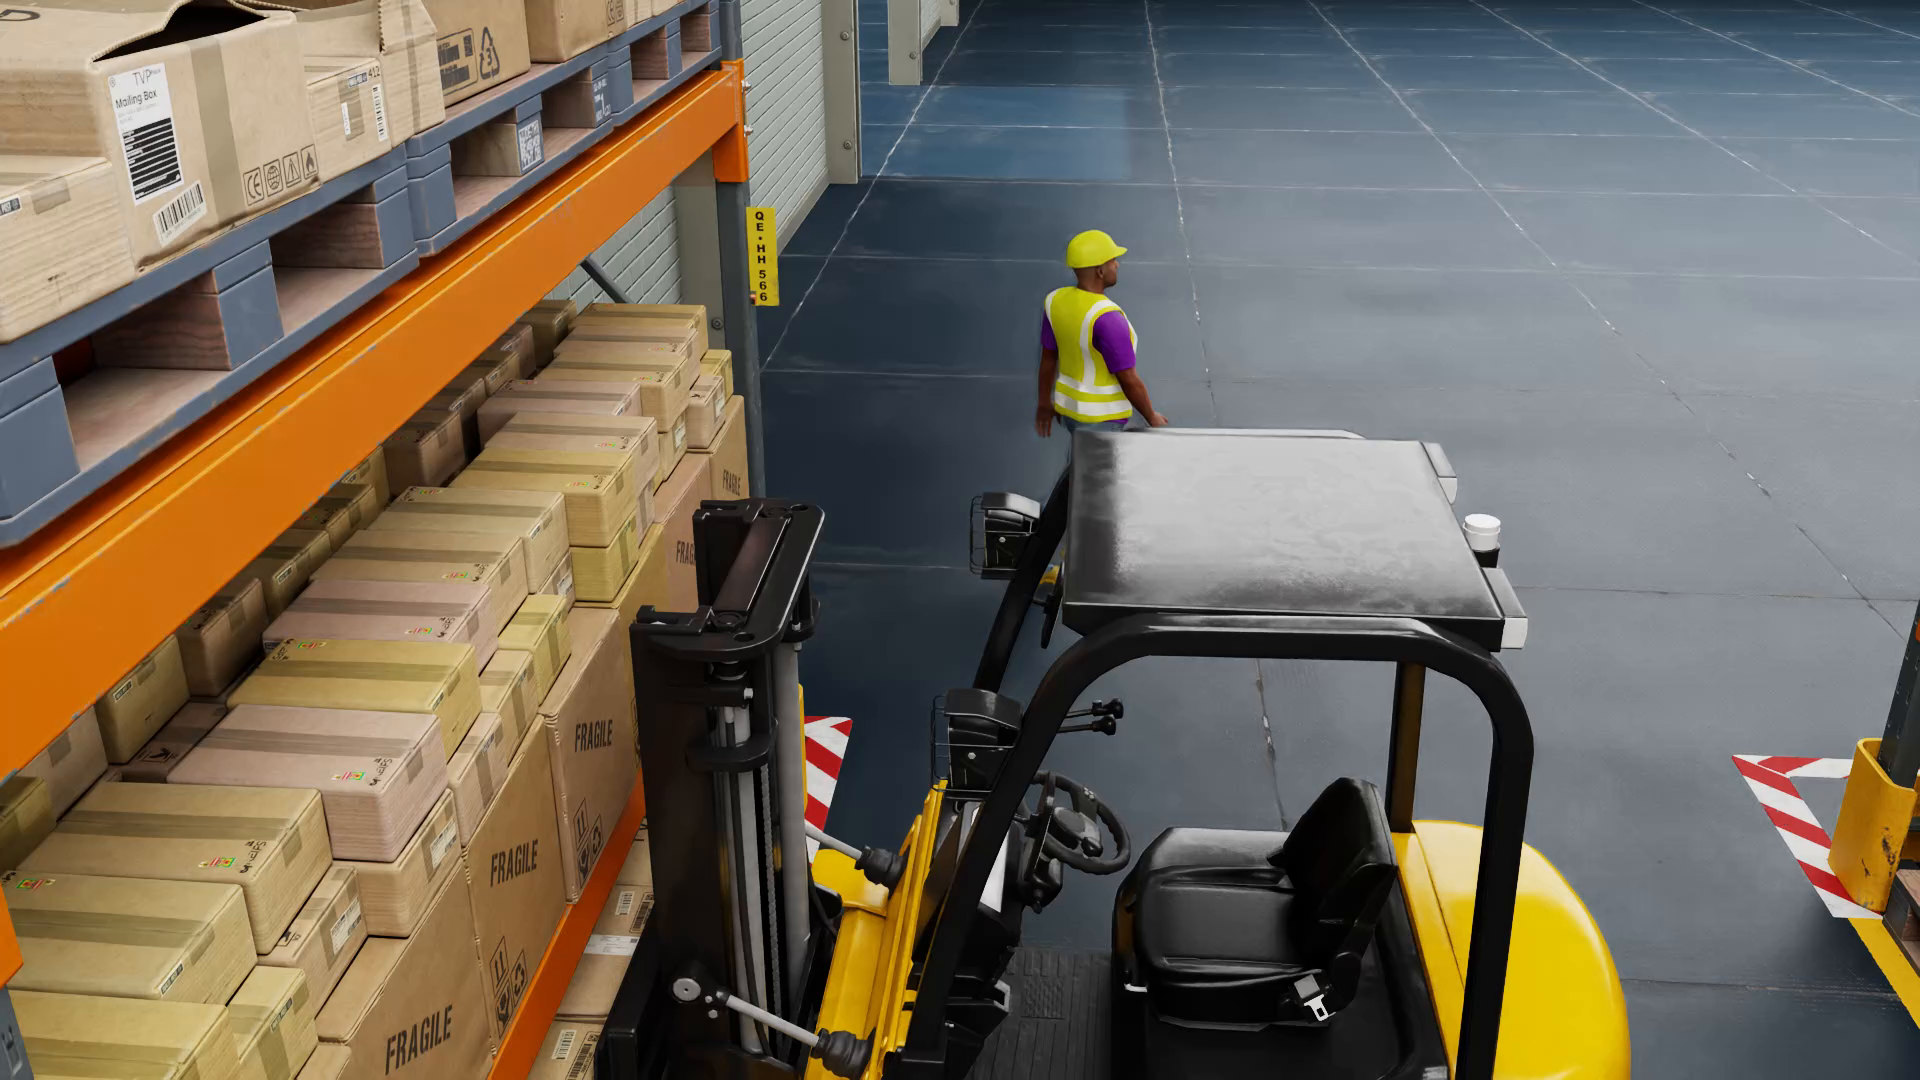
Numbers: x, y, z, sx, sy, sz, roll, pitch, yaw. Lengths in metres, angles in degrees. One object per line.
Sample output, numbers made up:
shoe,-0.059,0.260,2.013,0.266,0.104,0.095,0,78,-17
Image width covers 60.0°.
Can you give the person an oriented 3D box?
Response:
person,0.723,-0.644,7.970,1.002,1.710,0.609,-11,27,-23
